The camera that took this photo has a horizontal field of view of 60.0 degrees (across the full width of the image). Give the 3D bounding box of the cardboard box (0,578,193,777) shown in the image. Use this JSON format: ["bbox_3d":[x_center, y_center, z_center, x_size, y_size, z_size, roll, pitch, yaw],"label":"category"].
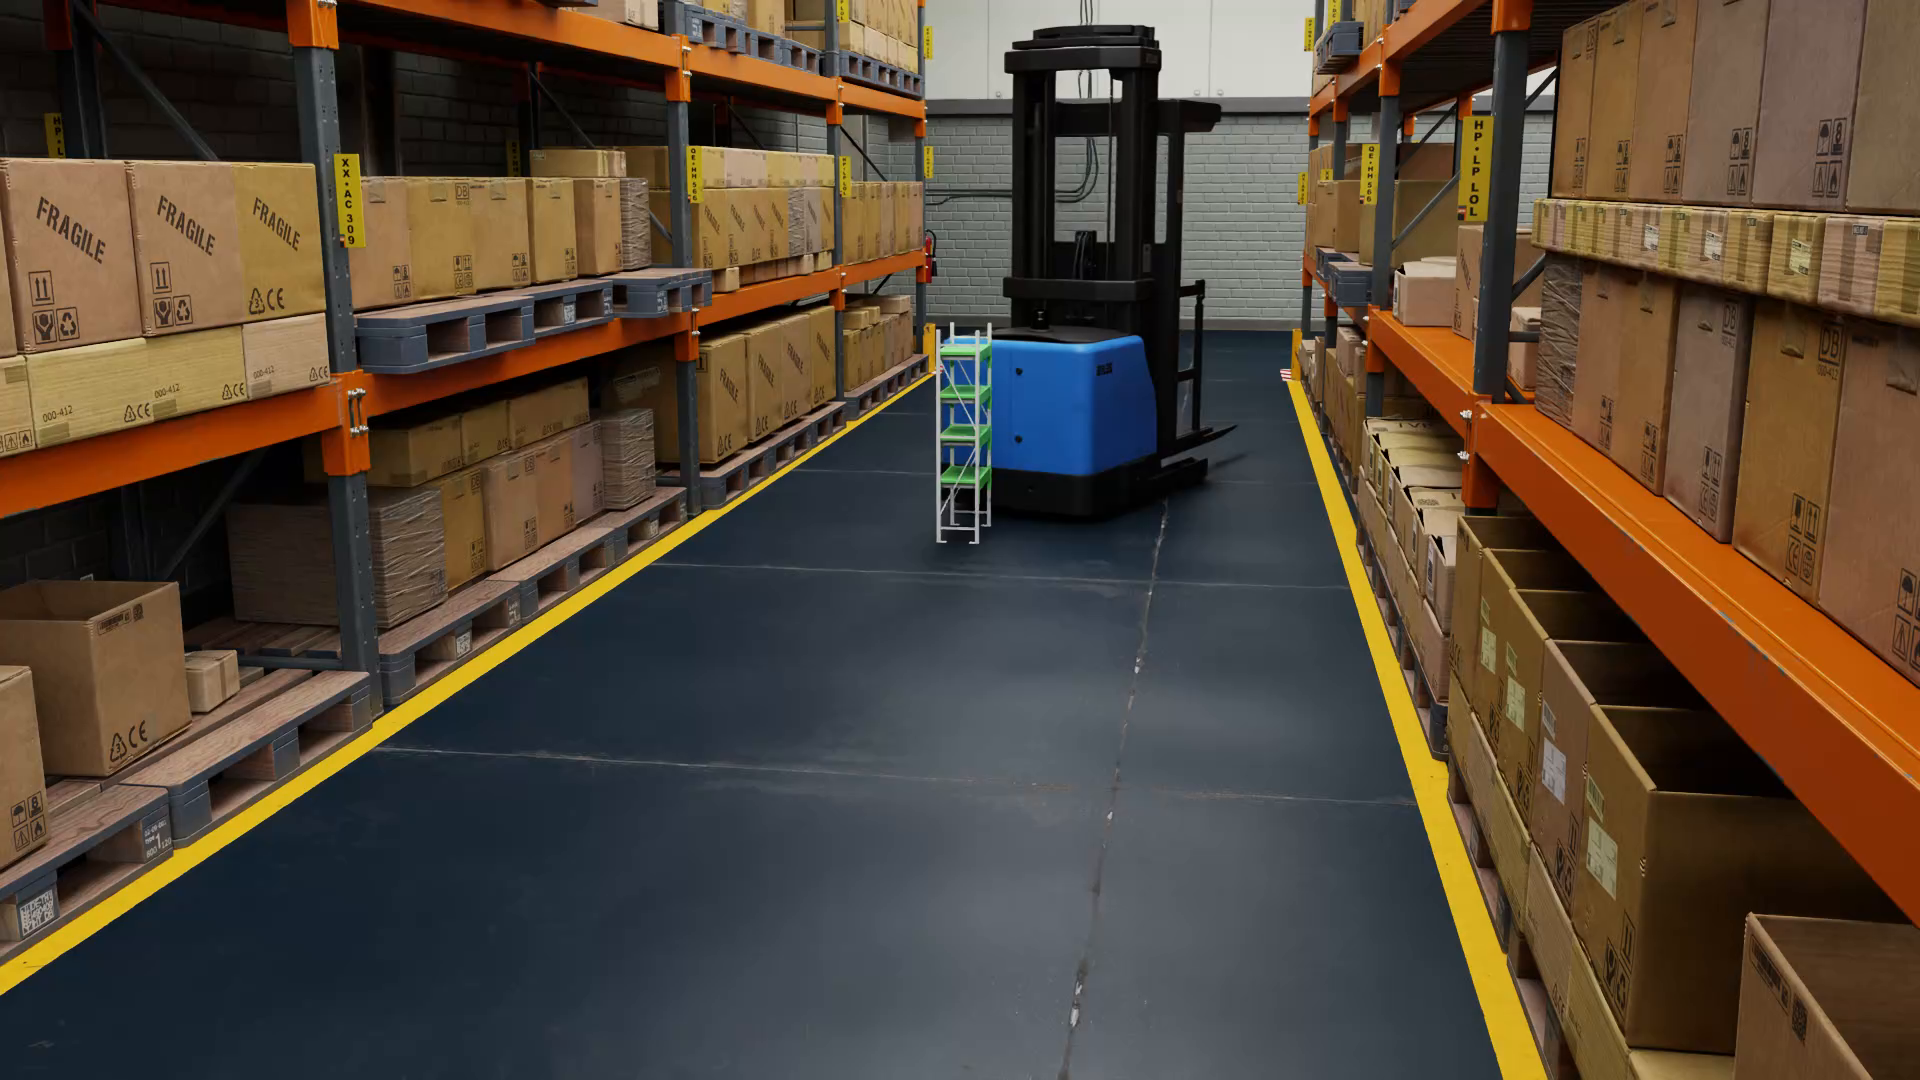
[{"bbox_3d":[-2.832,0.425,5.289,0.500,0.500,0.500,1,12,4],"label":"cardboard box"}]

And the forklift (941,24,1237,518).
[{"bbox_3d":[1.034,-1.829,11.024,1.130,2.935,3.031,7,14,29],"label":"forklift"}]

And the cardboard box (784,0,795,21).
[{"bbox_3d":[-1.605,-4.631,14.084,0.500,0.500,0.500,2,12,8],"label":"cardboard box"}]

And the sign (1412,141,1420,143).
[{"bbox_3d":[4.574,-3.836,16.673,0.100,0.325,0.005,2,12,9],"label":"sign"}]

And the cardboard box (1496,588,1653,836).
[{"bbox_3d":[1.649,0.428,4.139,0.500,0.500,0.500,2,12,9],"label":"cardboard box"}]

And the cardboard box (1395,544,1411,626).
[{"bbox_3d":[2.118,0.192,7.012,0.500,0.250,0.500,2,12,10],"label":"cardboard box"}]

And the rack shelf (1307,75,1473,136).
[{"bbox_3d":[3.721,-3.836,14.759,1.077,0.370,4.000,2,12,9],"label":"rack shelf"}]

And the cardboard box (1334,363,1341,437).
[{"bbox_3d":[2.943,-0.990,11.855,0.500,0.500,0.500,2,12,9],"label":"cardboard box"}]

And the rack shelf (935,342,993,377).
[{"bbox_3d":[0.025,-1.028,9.439,0.258,0.148,0.480,2,12,9],"label":"rack shelf"}]

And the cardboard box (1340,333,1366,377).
[{"bbox_3d":[2.868,-1.259,11.324,0.500,0.250,0.500,2,12,8],"label":"cardboard box"}]

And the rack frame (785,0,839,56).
[{"bbox_3d":[-1.482,-5.397,13.176,1.000,3.000,0.127,2,12,9],"label":"rack frame"}]

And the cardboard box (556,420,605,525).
[{"bbox_3d":[-2.350,-0.370,8.978,0.700,0.500,0.500,2,12,9],"label":"cardboard box"}]

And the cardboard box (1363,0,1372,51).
[{"bbox_3d":[2.991,-3.293,10.298,0.910,0.500,0.500,2,12,9],"label":"cardboard box"}]

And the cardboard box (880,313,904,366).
[{"bbox_3d":[-0.952,-2.027,16.716,0.700,0.500,0.500,2,12,8],"label":"cardboard box"}]

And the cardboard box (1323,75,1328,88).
[{"bbox_3d":[3.381,-4.016,14.242,0.500,0.250,0.500,2,12,9],"label":"cardboard box"}]

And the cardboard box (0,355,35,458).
[{"bbox_3d":[-2.708,-0.314,4.137,0.500,0.250,0.500,2,12,9],"label":"cardboard box"}]

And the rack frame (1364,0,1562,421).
[{"bbox_3d":[2.799,-1.472,9.203,1.000,3.000,0.127,2,12,9],"label":"rack frame"}]

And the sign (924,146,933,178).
[{"bbox_3d":[-0.332,-3.958,17.430,0.100,0.325,0.005,2,12,9],"label":"sign"}]

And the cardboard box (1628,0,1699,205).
[{"bbox_3d":[1.967,-1.020,3.791,0.700,0.500,0.500,2,12,9],"label":"cardboard box"}]

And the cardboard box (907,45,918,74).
[{"bbox_3d":[-0.717,-4.783,16.570,0.500,0.250,0.500,2,12,10],"label":"cardboard box"}]

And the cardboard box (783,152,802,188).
[{"bbox_3d":[-1.467,-2.717,12.210,0.500,0.250,0.500,2,12,10],"label":"cardboard box"}]

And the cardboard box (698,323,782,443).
[{"bbox_3d":[-1.713,-1.117,11.662,0.750,0.750,0.750,2,12,8],"label":"cardboard box"}]

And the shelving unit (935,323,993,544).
[{"bbox_3d":[0.025,-0.621,9.527,0.258,1.200,0.503,2,12,9],"label":"shelving unit"}]

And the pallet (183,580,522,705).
[{"bbox_3d":[-2.594,0.402,7.127,1.003,0.211,1.213,2,12,9],"label":"pallet"}]

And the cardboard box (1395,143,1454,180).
[{"bbox_3d":[3.764,-2.931,13.364,0.500,0.500,0.500,2,12,10],"label":"cardboard box"}]

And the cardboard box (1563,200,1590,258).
[{"bbox_3d":[1.874,-0.849,4.538,0.380,0.149,0.250,2,12,7],"label":"cardboard box"}]

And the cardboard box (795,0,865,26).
[{"bbox_3d":[-1.095,-4.617,14.021,0.500,0.500,0.500,2,12,8],"label":"cardboard box"}]

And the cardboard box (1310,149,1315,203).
[{"bbox_3d":[3.627,-3.482,15.920,0.500,0.500,0.500,2,12,9],"label":"cardboard box"}]

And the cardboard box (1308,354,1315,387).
[{"bbox_3d":[3.336,-1.489,14.621,0.500,0.311,0.500,2,12,9],"label":"cardboard box"}]

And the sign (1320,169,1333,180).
[{"bbox_3d":[2.876,-2.744,13.050,0.100,0.325,0.005,2,12,9],"label":"sign"}]

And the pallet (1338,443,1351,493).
[{"bbox_3d":[3.141,-0.516,11.387,1.003,0.211,1.213,2,12,9],"label":"pallet"}]

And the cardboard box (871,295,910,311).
[{"bbox_3d":[-0.715,-2.416,16.980,0.380,0.149,0.250,2,12,8],"label":"cardboard box"}]

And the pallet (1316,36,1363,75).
[{"bbox_3d":[3.244,-3.546,12.151,1.213,0.211,1.003,2,12,9],"label":"pallet"}]

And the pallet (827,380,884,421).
[{"bbox_3d":[-1.287,-1.257,14.825,1.003,0.211,1.213,2,12,9],"label":"pallet"}]

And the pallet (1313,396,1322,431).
[{"bbox_3d":[3.520,-1.084,14.024,1.003,0.211,1.213,2,12,9],"label":"pallet"}]

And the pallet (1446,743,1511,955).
[{"bbox_3d":[2.020,0.888,4.871,1.003,0.211,1.213,2,12,9],"label":"pallet"}]

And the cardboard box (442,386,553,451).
[{"bbox_3d":[-2.380,-0.616,8.340,0.500,0.250,0.500,2,12,8],"label":"cardboard box"}]

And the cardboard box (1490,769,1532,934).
[{"bbox_3d":[1.649,0.794,4.218,0.500,0.250,0.500,2,12,9],"label":"cardboard box"}]

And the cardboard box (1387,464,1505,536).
[{"bbox_3d":[2.196,-0.185,7.430,0.500,0.311,0.500,2,12,8],"label":"cardboard box"}]

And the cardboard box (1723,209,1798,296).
[{"bbox_3d":[1.636,-0.528,3.046,0.380,0.149,0.250,2,12,10],"label":"cardboard box"}]

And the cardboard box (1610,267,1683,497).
[{"bbox_3d":[1.966,-0.381,3.905,0.700,0.500,0.500,2,12,9],"label":"cardboard box"}]

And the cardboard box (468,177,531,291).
[{"bbox_3d":[-2.437,-1.422,7.690,0.700,0.500,0.500,4,13,16],"label":"cardboard box"}]

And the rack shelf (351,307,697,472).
[{"bbox_3d":[-2.404,-0.864,8.088,1.077,0.370,4.000,2,12,9],"label":"rack shelf"}]

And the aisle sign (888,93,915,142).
[{"bbox_3d":[-0.559,-4.573,17.422,0.394,0.787,0.004,2,12,9],"label":"aisle sign"}]

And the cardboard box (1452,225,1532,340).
[{"bbox_3d":[2.557,-1.171,7.569,0.500,0.500,0.500,1,12,6],"label":"cardboard box"}]

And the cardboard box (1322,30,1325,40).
[{"bbox_3d":[3.457,-4.364,14.672,0.500,0.250,0.500,2,12,9],"label":"cardboard box"}]

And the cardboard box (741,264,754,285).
[{"bbox_3d":[-1.647,-1.848,11.499,0.380,0.149,0.250,2,12,10],"label":"cardboard box"}]

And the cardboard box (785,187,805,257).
[{"bbox_3d":[-1.458,-2.353,12.302,0.500,0.500,0.500,2,12,9],"label":"cardboard box"}]

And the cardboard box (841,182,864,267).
[{"bbox_3d":[-1.382,-2.723,14.298,0.980,0.700,0.700,2,12,10],"label":"cardboard box"}]

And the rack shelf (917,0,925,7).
[{"bbox_3d":[-1.174,-5.266,15.226,1.077,0.370,4.000,2,12,9],"label":"rack shelf"}]

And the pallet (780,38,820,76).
[{"bbox_3d":[-1.574,-3.645,12.619,0.805,0.209,1.217,1,12,6],"label":"pallet"}]

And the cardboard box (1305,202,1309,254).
[{"bbox_3d":[3.700,-3.102,16.531,0.500,0.500,0.500,2,12,10],"label":"cardboard box"}]

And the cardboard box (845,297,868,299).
[{"bbox_3d":[-1.131,-2.375,16.793,0.380,0.149,0.250,2,12,9],"label":"cardboard box"}]

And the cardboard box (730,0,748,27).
[{"bbox_3d":[-1.888,-3.795,11.580,0.700,0.500,0.500,2,12,9],"label":"cardboard box"}]
